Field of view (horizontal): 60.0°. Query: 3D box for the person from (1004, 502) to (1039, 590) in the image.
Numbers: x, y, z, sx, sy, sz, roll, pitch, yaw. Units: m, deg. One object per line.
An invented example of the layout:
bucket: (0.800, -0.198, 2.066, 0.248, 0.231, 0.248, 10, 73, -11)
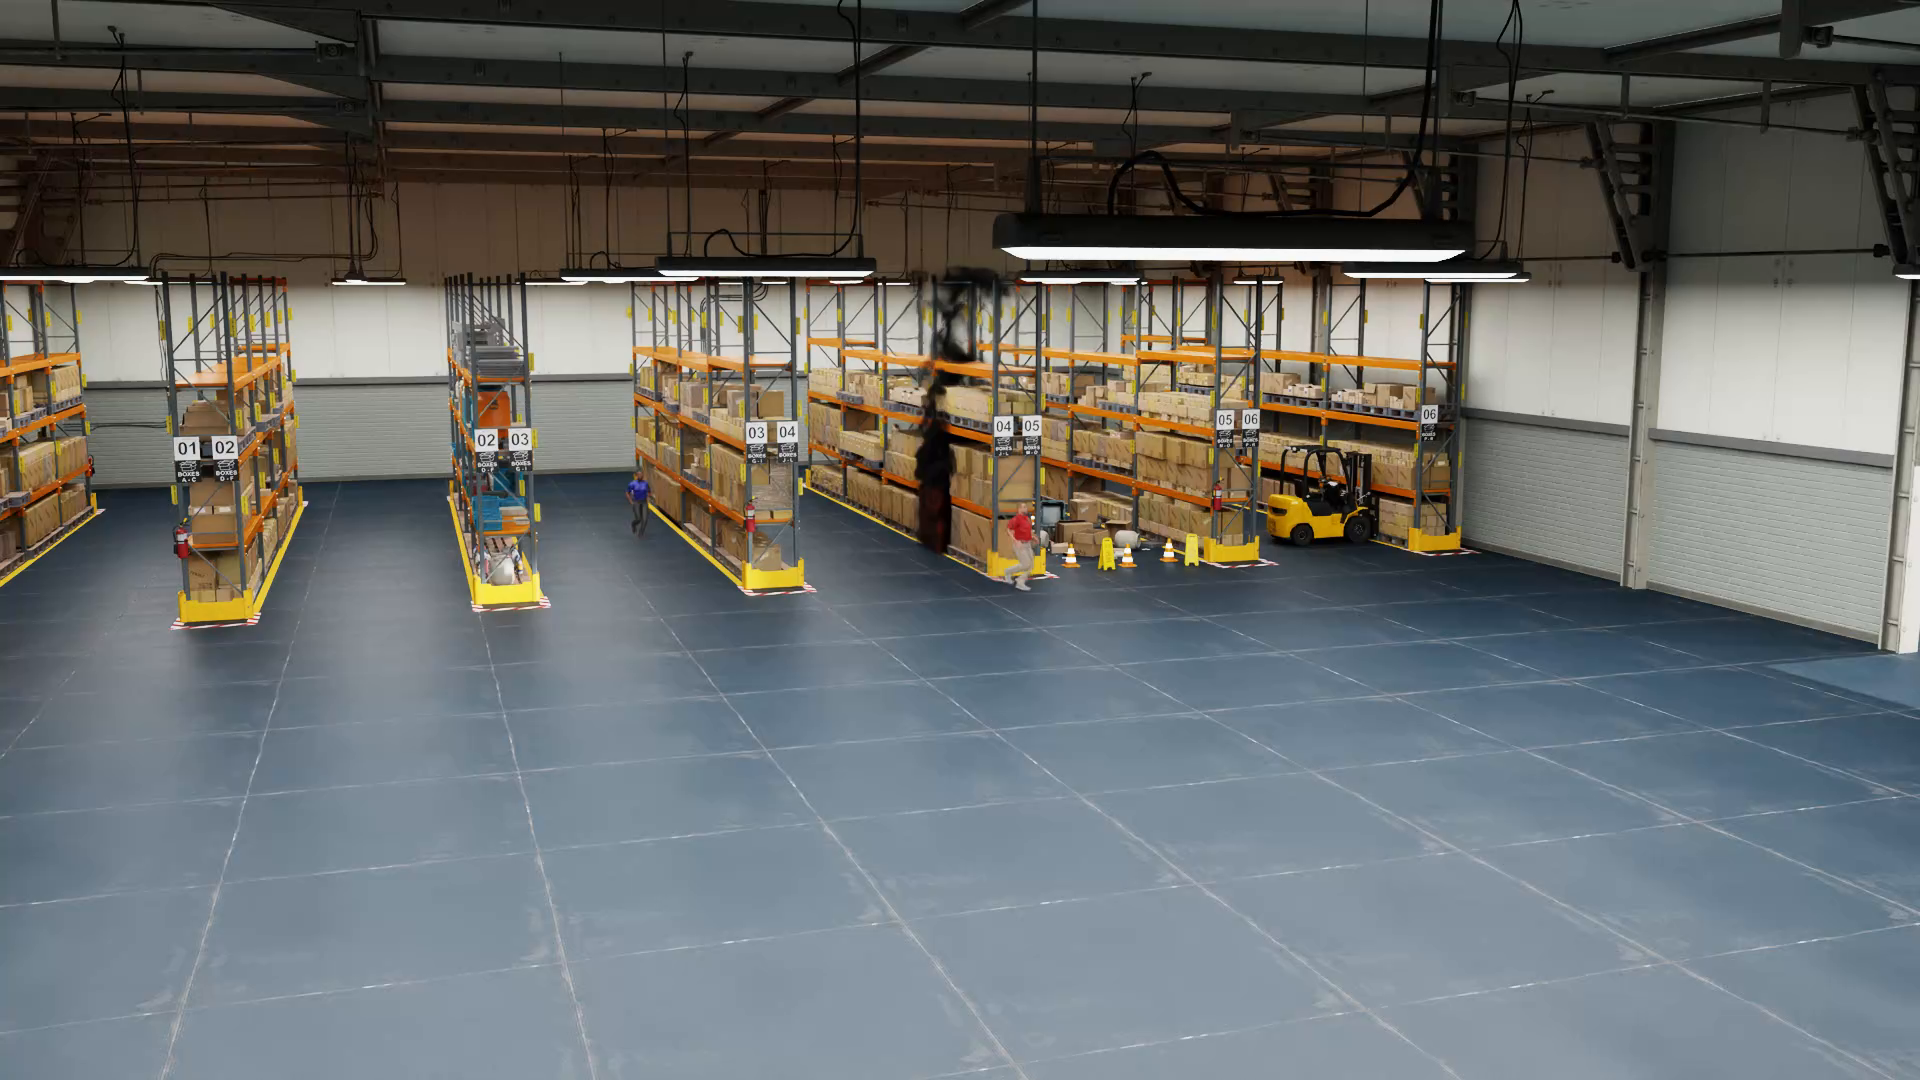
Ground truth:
person: (1.171, 0.119, 31.818, 0.613, 1.683, 0.668, 5, 10, 29)

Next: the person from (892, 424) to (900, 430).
person: (-1.971, -2.699, 50.510, 0.565, 1.637, 0.552, -3, 9, -16)

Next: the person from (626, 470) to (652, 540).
person: (-7.327, -0.799, 38.098, 0.574, 1.592, 0.561, -4, 10, -27)
